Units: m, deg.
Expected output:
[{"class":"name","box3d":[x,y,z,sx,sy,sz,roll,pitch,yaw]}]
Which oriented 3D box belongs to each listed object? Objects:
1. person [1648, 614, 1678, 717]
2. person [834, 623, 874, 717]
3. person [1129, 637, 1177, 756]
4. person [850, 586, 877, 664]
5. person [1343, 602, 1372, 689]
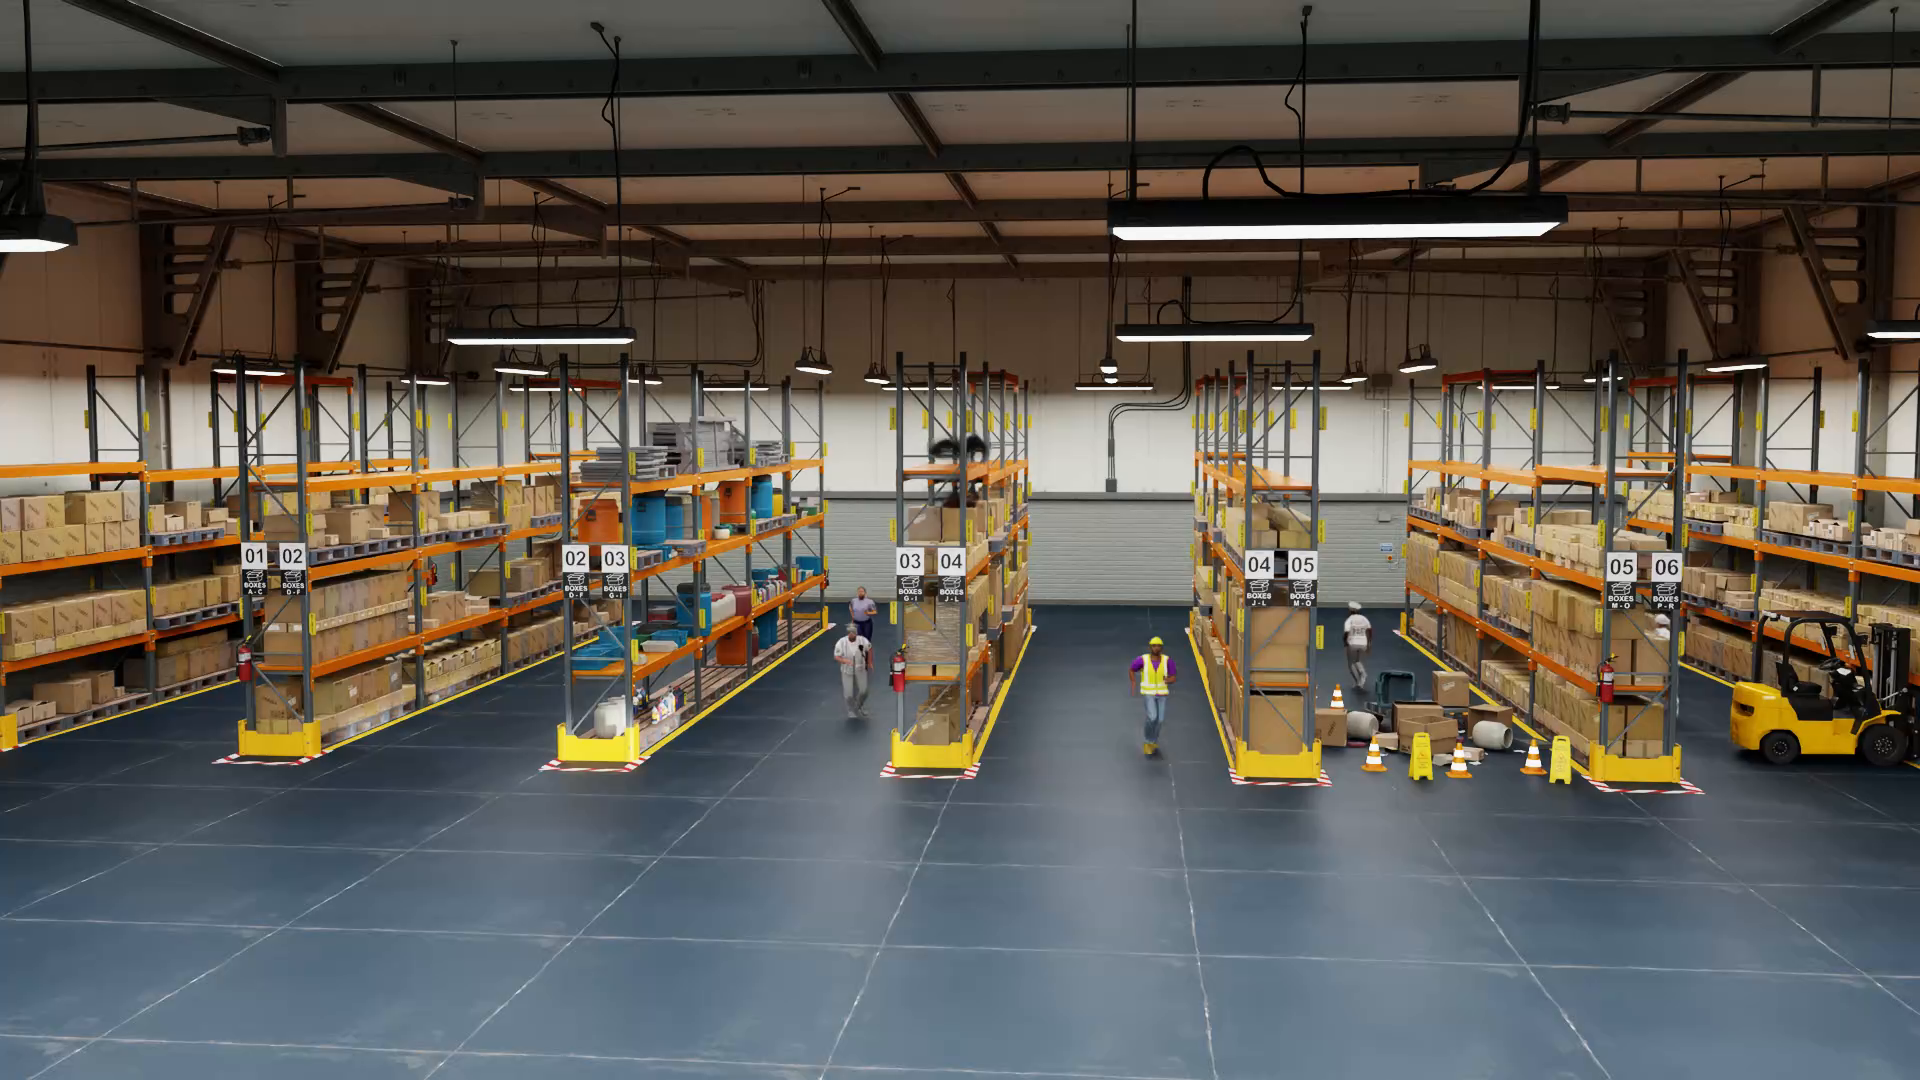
[{"class":"person","box3d":[11.917,2.128,28.198,0.620,1.720,0.948,0,4,-2]},{"class":"person","box3d":[-1.774,2.189,27.899,0.672,1.655,0.839,0,4,-6]},{"class":"person","box3d":[2.929,2.349,24.996,0.656,1.788,0.721,-1,4,-10]},{"class":"person","box3d":[-1.975,1.779,33.774,0.598,1.688,0.741,0,4,6]},{"class":"person","box3d":[7.448,1.983,31.111,0.589,1.636,0.538,-1,4,-11]}]
